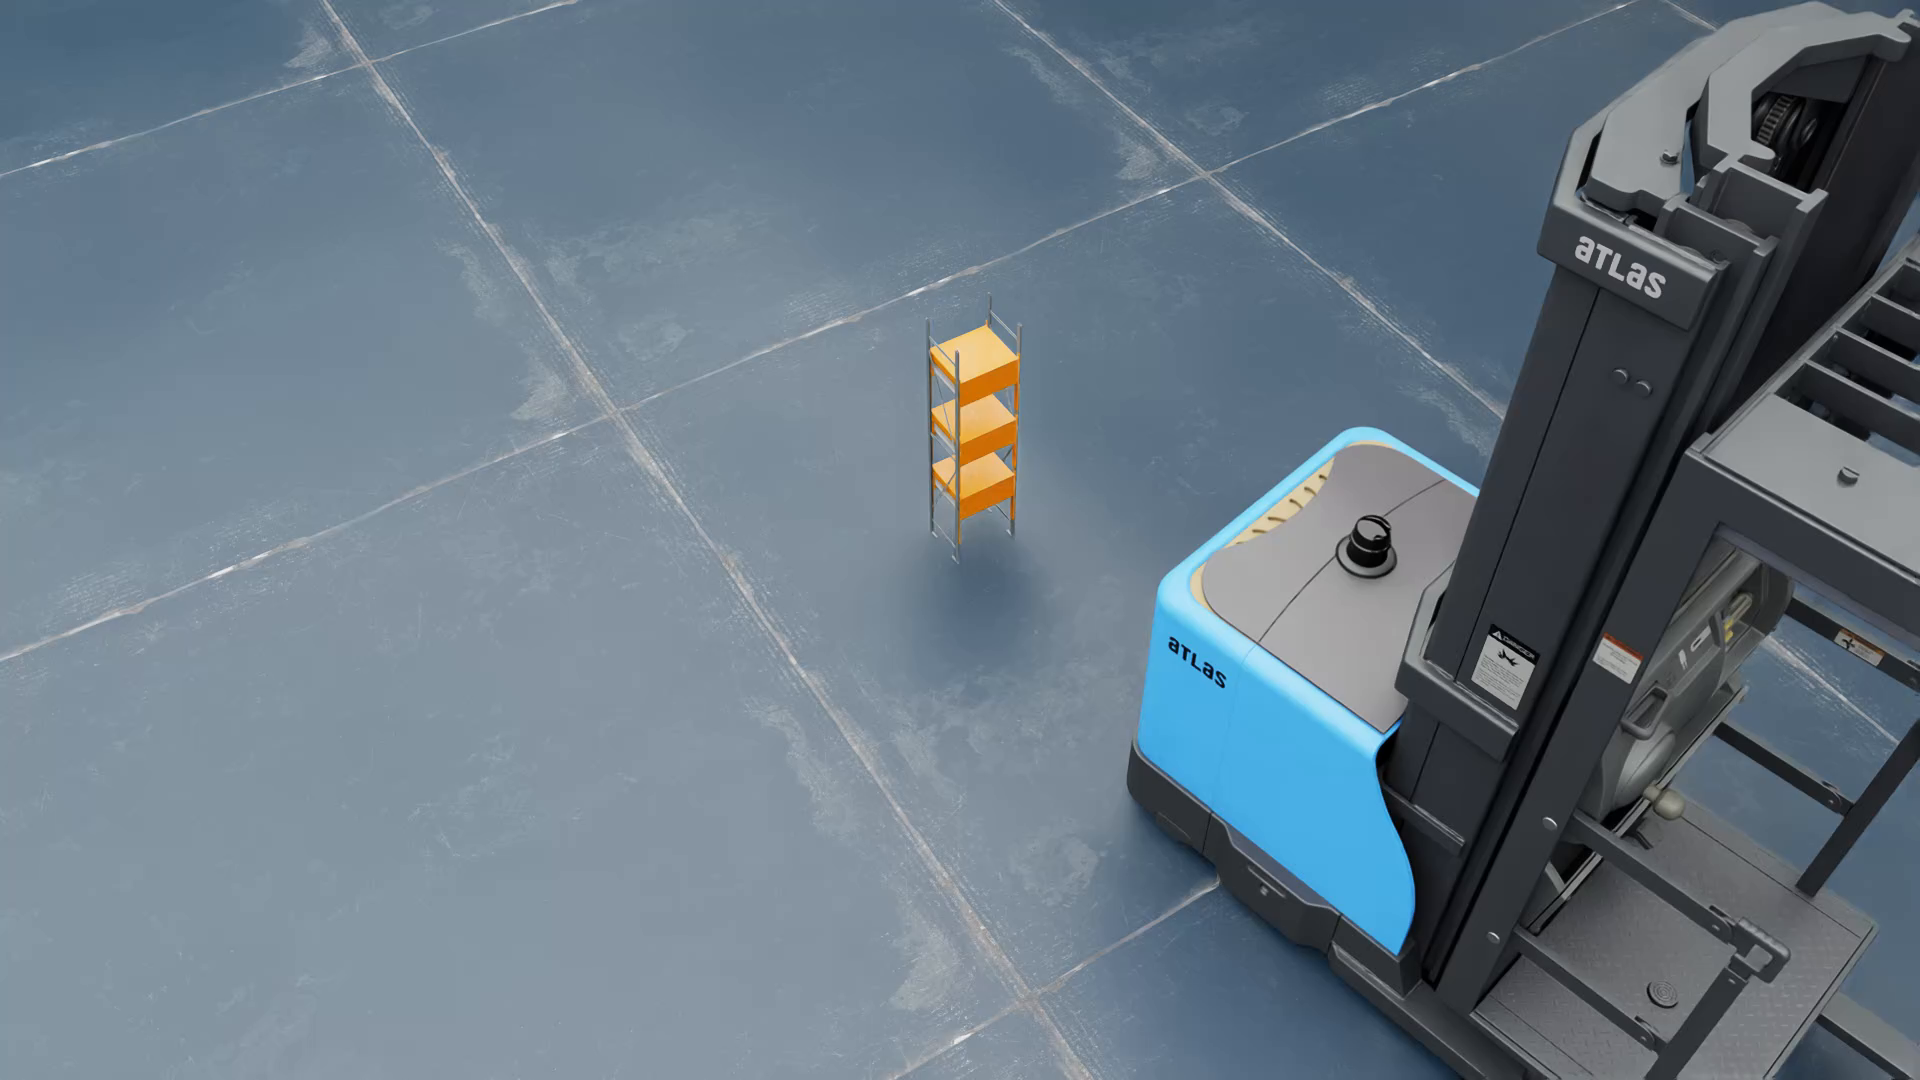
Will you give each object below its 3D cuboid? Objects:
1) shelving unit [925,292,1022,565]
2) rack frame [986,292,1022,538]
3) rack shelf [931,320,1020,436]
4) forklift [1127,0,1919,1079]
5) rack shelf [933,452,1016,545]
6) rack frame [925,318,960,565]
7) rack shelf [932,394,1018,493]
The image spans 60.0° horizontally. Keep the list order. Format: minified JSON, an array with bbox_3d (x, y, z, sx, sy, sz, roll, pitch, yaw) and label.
[{"bbox_3d":[0.045,-0.370,5.877,0.252,1.050,0.215,-25,53,-21],"label":"shelving unit"},{"bbox_3d":[0.148,-0.419,5.920,0.008,1.050,0.200,-25,53,-21],"label":"rack frame"},{"bbox_3d":[0.045,-0.552,5.673,0.240,0.259,0.215,-25,53,-21],"label":"rack shelf"},{"bbox_3d":[1.936,0.401,3.930,1.130,2.935,3.031,-36,58,-28],"label":"forklift"},{"bbox_3d":[0.045,-0.179,6.092,0.240,0.259,0.215,-25,53,-21],"label":"rack shelf"},{"bbox_3d":[-0.058,-0.322,5.834,0.008,1.050,0.200,-25,53,-21],"label":"rack frame"},{"bbox_3d":[0.045,-0.363,5.885,0.240,0.259,0.215,-25,53,-21],"label":"rack shelf"}]
